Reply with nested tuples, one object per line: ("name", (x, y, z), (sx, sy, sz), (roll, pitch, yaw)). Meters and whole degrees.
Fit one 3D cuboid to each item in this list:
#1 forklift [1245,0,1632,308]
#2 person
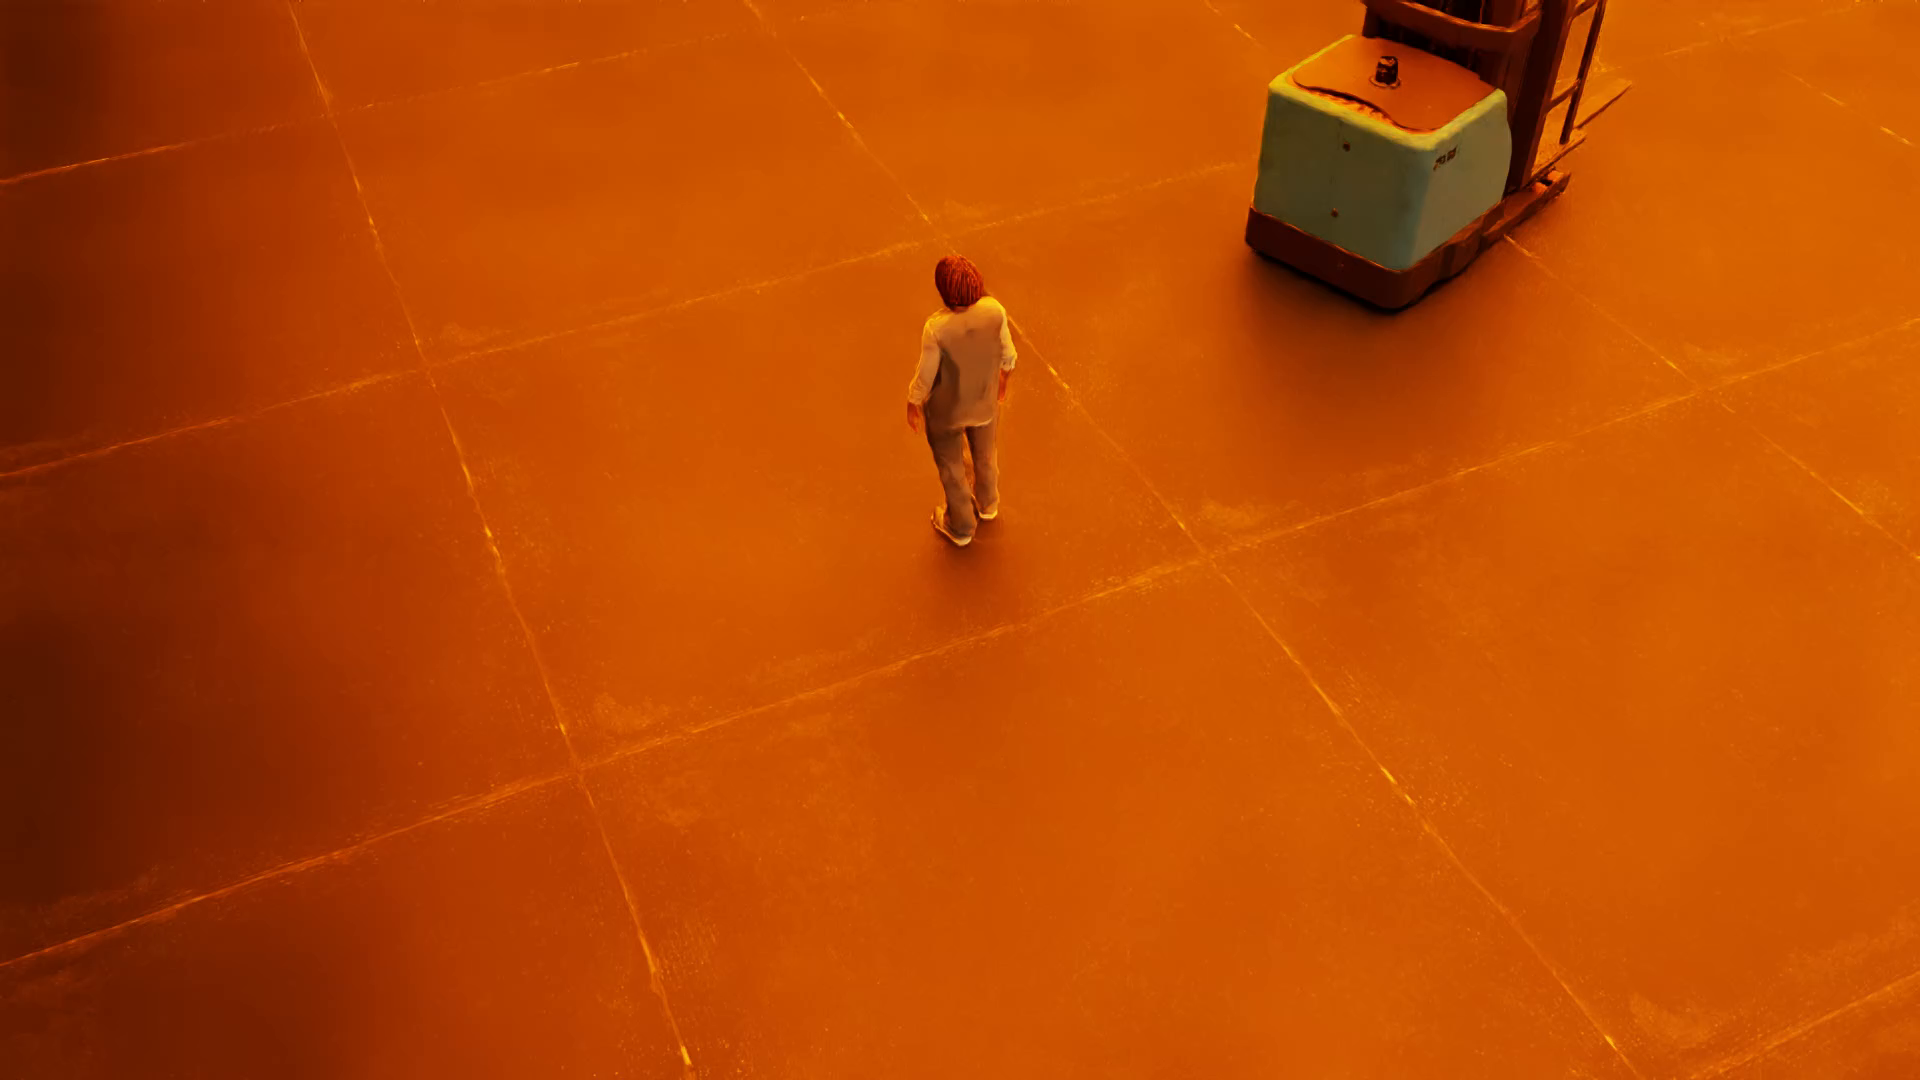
("forklift", (3.020, -3.249, 9.162), (1.130, 2.935, 3.031), (33, 52, 30))
("person", (-0.019, -0.639, 7.332), (0.521, 1.597, 0.474), (-18, 46, -18))
